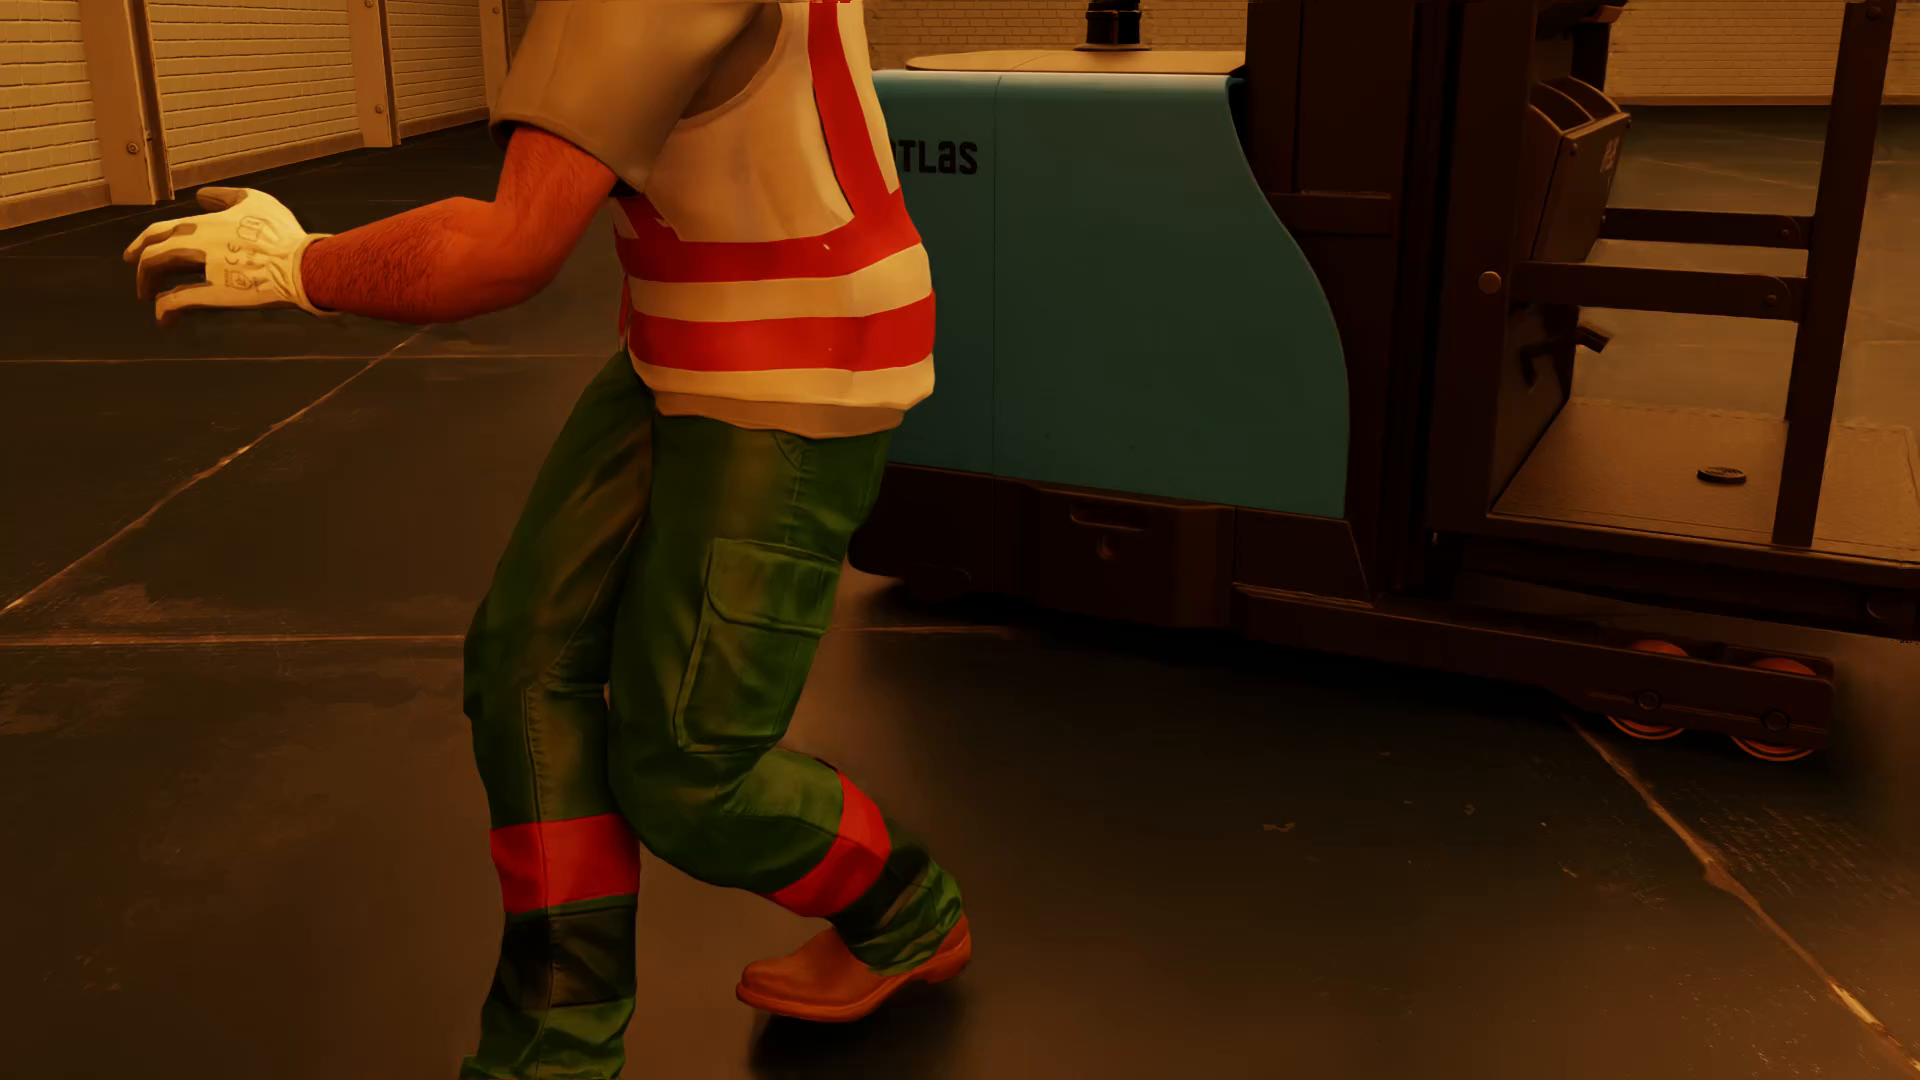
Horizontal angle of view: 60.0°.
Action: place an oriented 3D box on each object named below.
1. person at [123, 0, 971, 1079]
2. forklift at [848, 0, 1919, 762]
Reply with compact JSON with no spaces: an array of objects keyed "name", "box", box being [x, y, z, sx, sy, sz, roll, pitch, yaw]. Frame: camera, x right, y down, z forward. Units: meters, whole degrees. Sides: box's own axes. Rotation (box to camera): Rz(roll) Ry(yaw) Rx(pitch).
[{"name":"person","box":[-0.394,-0.185,1.758,0.832,1.650,0.821,-6,18,-19]},{"name":"forklift","box":[1.317,-1.215,2.880,3.031,2.935,1.130,8,19,25]}]
